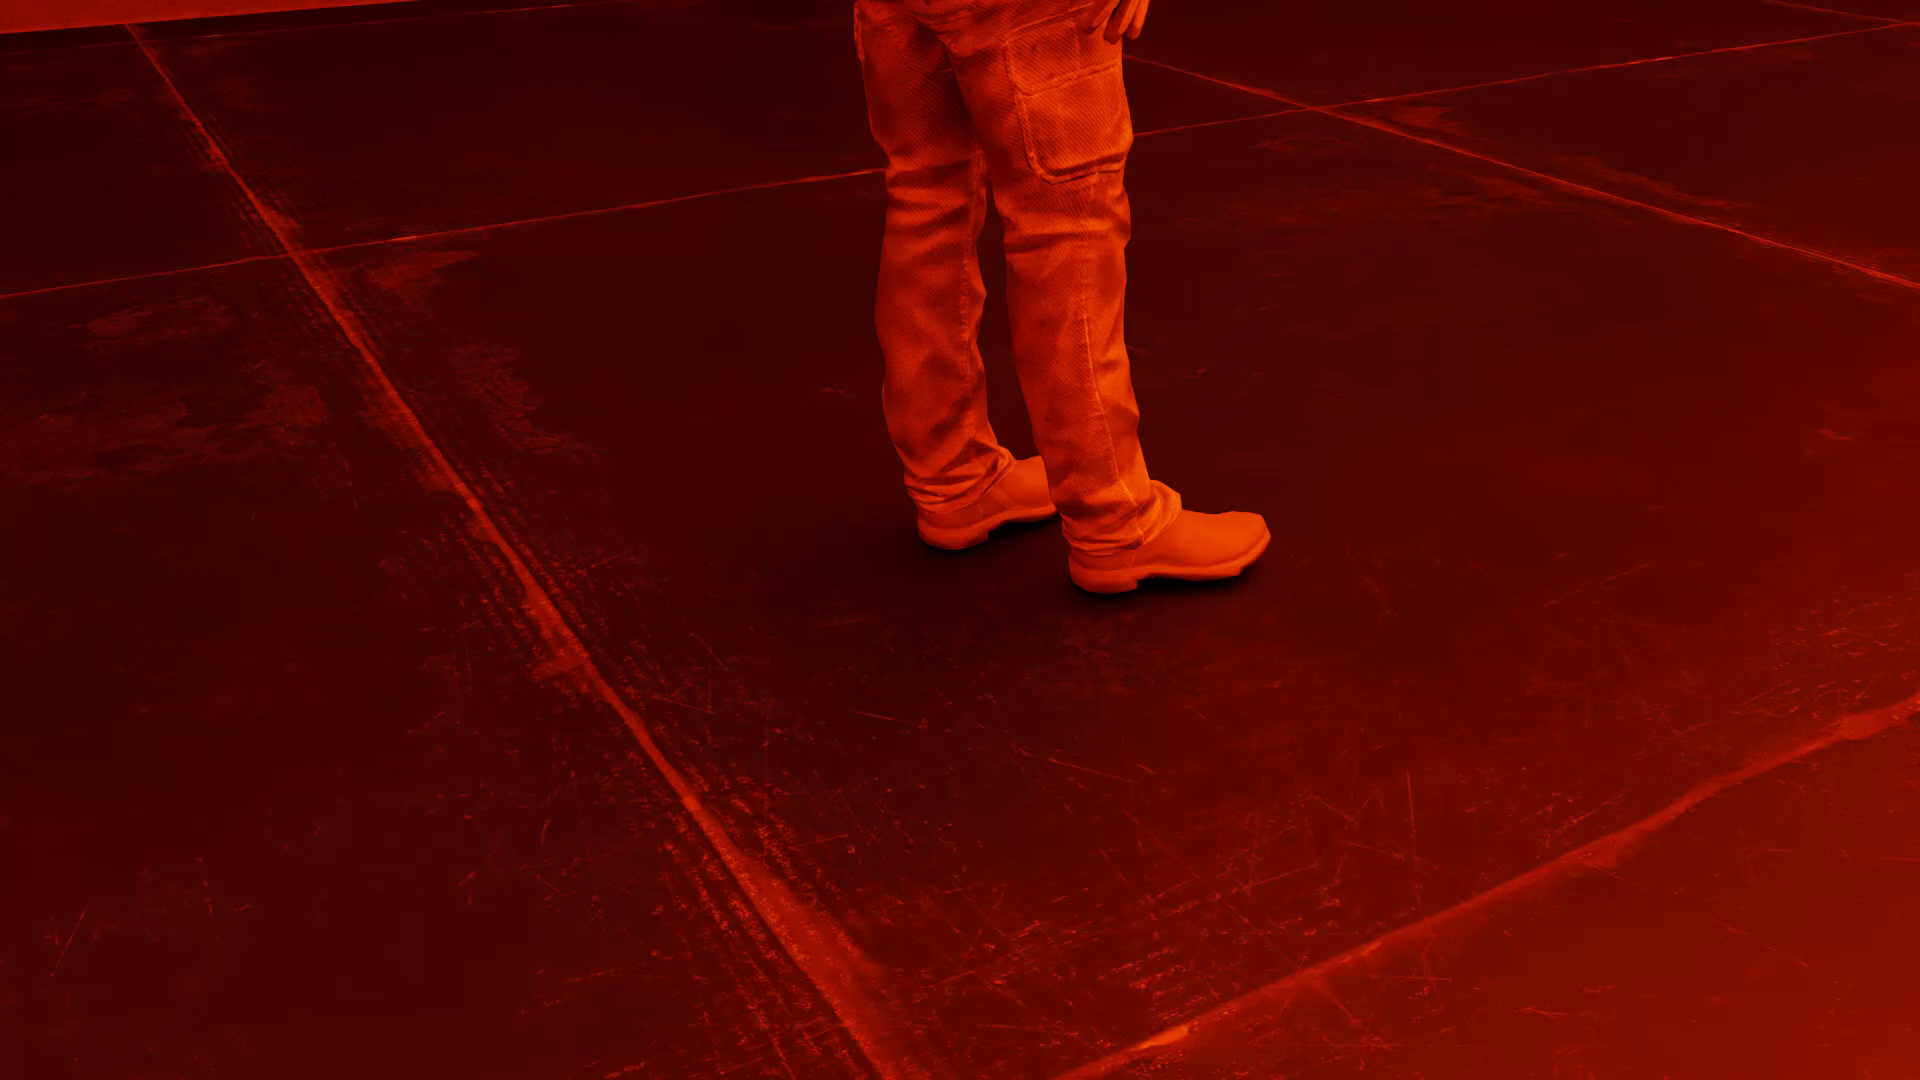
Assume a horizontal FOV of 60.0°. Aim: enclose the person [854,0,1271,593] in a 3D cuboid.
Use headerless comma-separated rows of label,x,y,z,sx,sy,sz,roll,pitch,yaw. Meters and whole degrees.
person,0.067,-0.815,2.119,0.575,1.785,0.657,-15,30,-26
